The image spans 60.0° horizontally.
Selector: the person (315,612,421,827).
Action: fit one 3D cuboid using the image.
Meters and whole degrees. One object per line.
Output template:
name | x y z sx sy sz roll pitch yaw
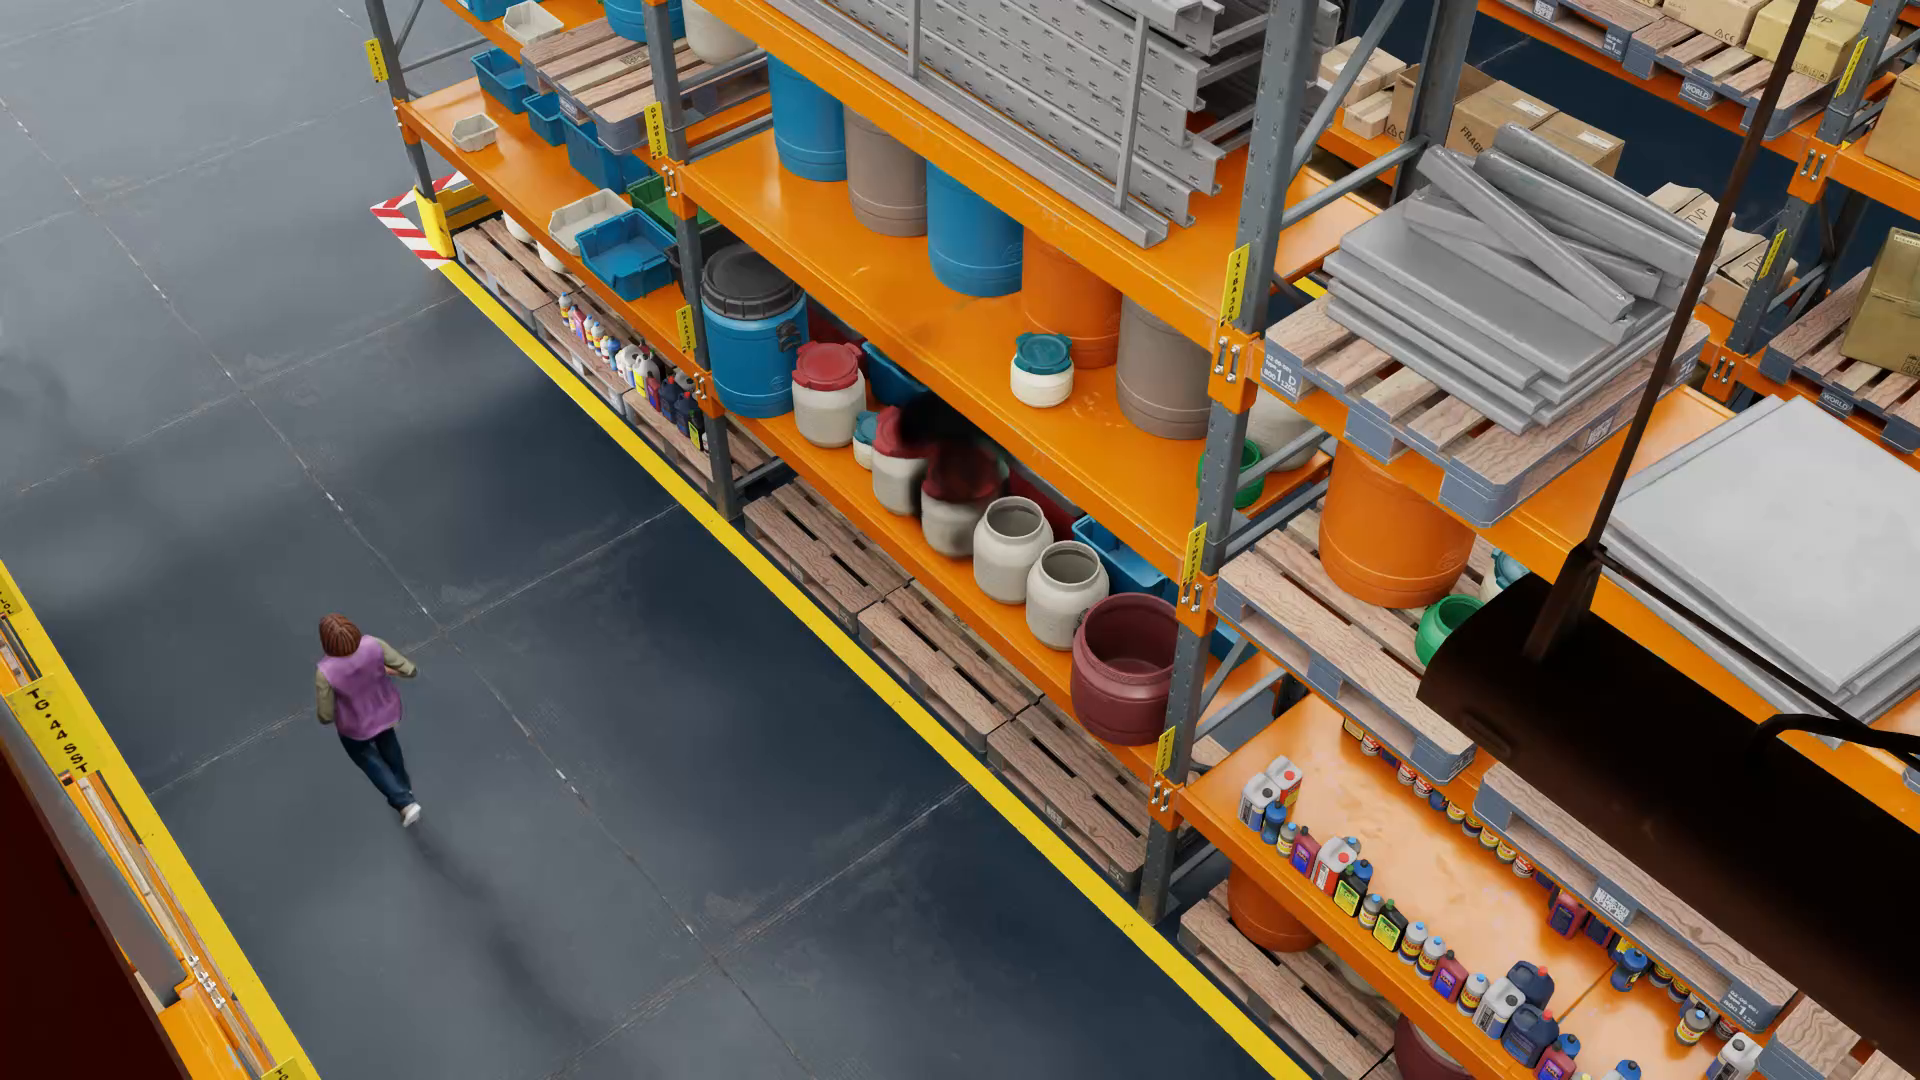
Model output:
person | -3.046 0.912 8.640 0.538 1.560 0.548 -35 56 -29
